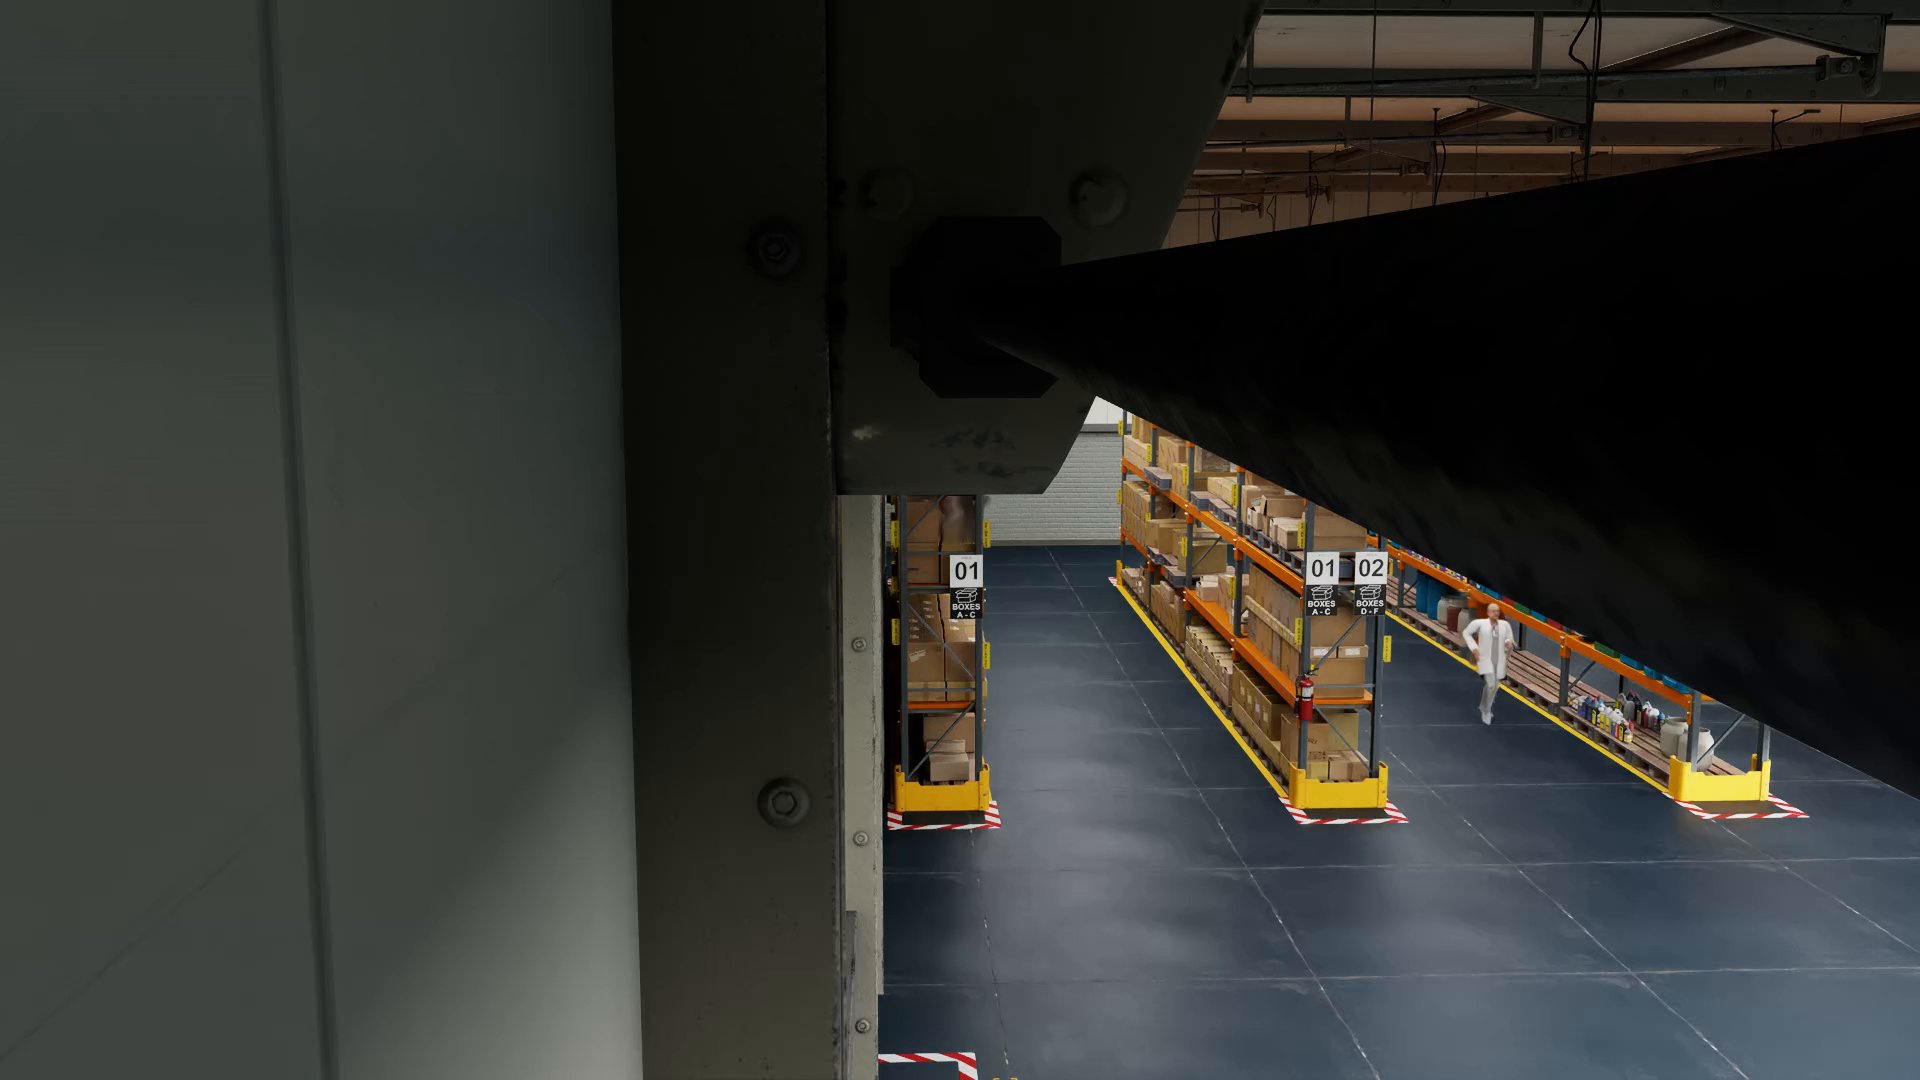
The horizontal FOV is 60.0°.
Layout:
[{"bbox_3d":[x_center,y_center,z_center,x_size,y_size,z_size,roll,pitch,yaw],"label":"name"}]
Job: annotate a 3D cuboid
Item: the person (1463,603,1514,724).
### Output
[{"bbox_3d":[7.882,1.841,24.688,0.698,1.811,0.747,-1,8,-4],"label":"person"}]
